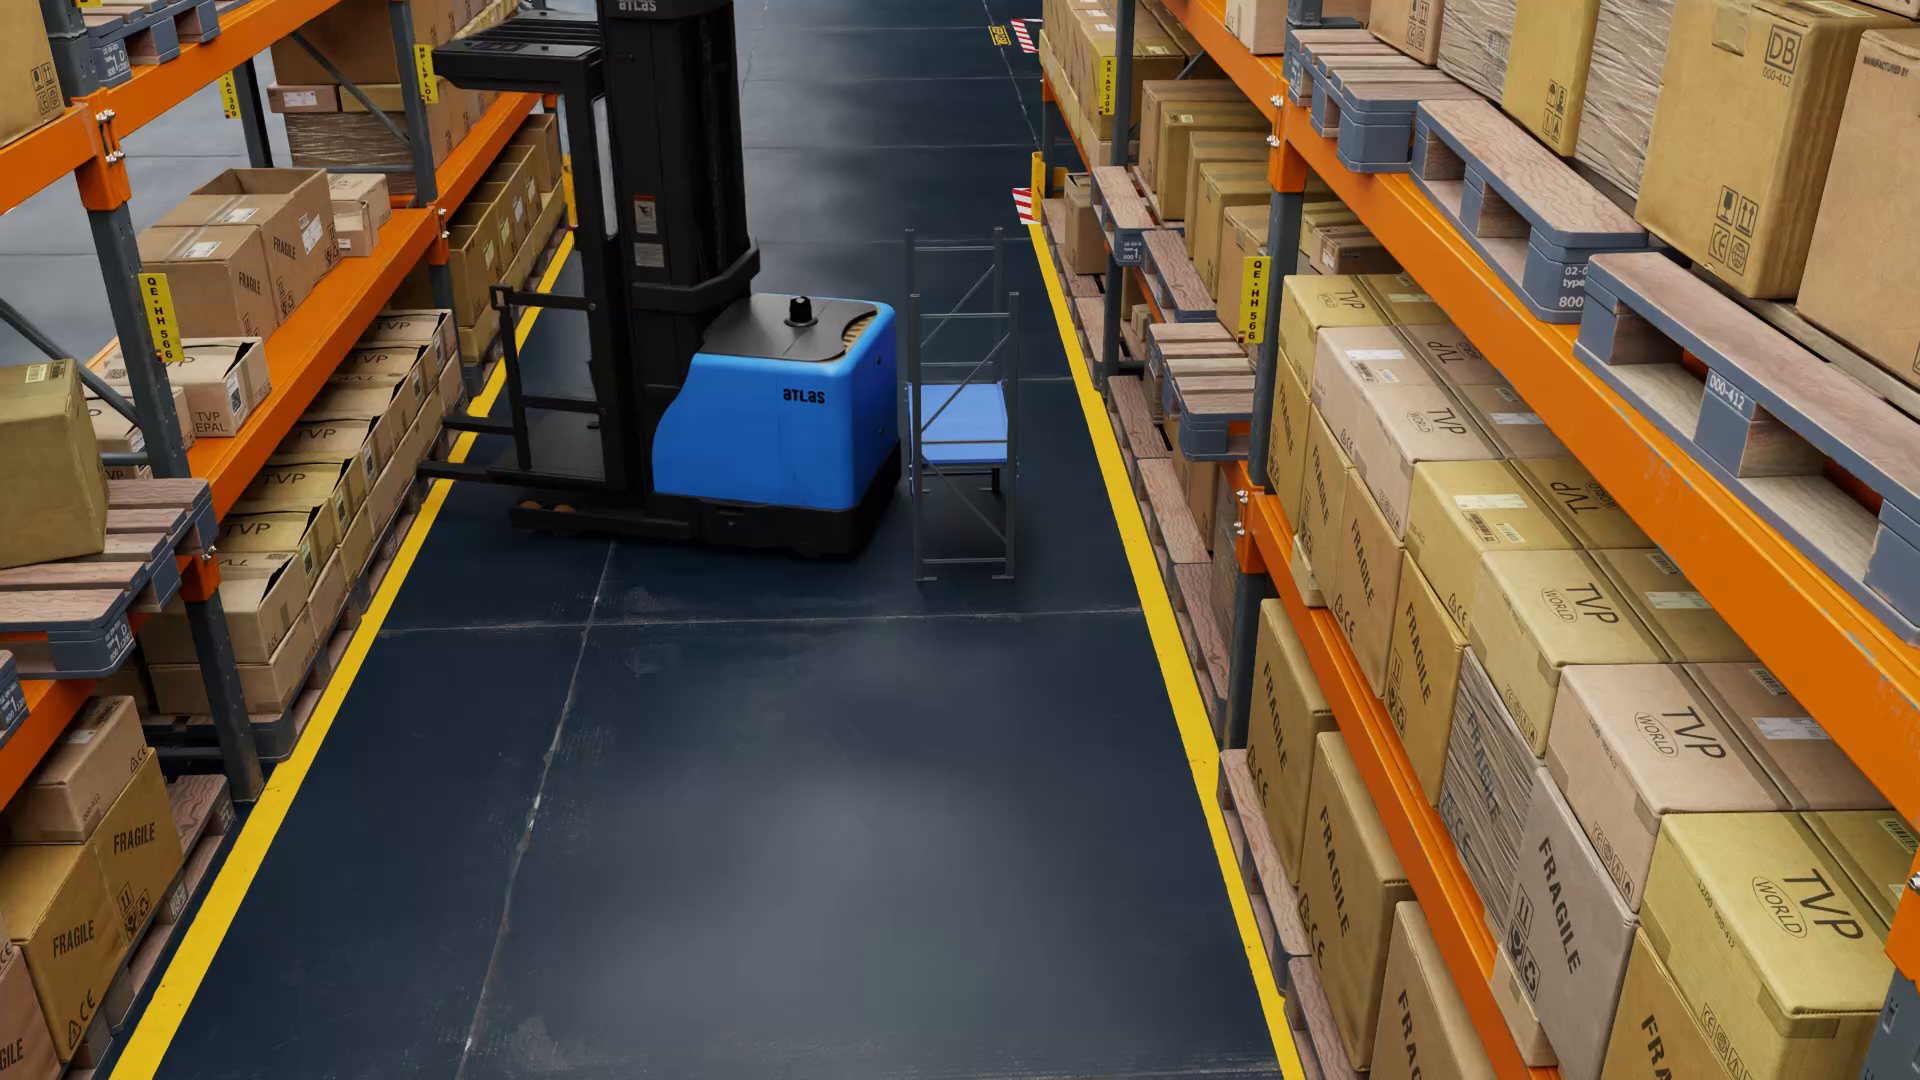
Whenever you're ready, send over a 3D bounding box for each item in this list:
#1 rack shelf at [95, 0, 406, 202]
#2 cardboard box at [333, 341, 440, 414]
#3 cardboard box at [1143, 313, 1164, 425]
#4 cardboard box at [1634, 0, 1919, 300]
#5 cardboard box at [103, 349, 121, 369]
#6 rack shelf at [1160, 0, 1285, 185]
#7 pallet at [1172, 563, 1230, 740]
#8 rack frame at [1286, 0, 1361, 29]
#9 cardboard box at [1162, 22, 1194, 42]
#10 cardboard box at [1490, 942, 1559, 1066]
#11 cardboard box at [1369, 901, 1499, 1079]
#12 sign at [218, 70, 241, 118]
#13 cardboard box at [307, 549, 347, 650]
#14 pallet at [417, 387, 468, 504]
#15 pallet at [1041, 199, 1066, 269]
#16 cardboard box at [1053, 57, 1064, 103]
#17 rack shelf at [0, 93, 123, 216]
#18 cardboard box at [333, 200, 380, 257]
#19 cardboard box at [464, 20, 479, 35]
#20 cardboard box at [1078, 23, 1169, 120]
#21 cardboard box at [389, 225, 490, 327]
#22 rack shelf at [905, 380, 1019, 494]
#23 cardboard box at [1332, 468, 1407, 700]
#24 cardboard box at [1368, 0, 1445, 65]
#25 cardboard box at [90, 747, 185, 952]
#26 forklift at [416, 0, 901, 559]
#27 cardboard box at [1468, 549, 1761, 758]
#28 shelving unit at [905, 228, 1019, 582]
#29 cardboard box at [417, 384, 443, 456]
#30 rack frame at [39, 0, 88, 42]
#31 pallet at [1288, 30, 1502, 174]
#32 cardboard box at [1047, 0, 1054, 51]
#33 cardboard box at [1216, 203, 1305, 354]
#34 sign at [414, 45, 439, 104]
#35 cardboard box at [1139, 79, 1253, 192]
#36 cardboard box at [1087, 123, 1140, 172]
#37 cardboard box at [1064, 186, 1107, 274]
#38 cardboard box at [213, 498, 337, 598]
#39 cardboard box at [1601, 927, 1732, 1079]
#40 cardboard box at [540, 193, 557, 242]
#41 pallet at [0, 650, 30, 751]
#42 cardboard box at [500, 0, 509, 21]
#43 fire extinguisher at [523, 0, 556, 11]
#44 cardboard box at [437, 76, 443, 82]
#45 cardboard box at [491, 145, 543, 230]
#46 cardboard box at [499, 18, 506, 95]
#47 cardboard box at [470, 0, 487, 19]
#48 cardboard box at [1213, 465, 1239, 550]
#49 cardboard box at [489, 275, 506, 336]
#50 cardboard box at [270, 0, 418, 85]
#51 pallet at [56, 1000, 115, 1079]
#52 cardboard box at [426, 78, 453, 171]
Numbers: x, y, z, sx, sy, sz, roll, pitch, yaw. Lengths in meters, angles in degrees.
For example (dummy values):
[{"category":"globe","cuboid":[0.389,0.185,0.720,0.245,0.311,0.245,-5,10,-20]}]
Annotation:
[{"category":"rack shelf","cuboid":[-3.447,-2.215,7.288,1.077,0.370,4.000,-1,28,-3]},{"category":"cardboard box","cuboid":[-3.211,-0.924,9.190,0.500,0.311,0.500,-1,28,-1]},{"category":"cardboard box","cuboid":[1.450,-0.997,9.645,0.700,0.500,0.500,0,28,-1]},{"category":"cardboard box","cuboid":[1.783,-0.789,3.191,0.700,0.500,0.500,-2,28,-4]},{"category":"cardboard box","cuboid":[-3.466,-0.757,7.229,0.380,0.149,0.250,1,28,1]},{"category":"rack shelf","cuboid":[1.500,-2.337,7.521,1.077,0.370,4.000,-1,28,-3]},{"category":"pallet","cuboid":[1.565,0.473,7.614,1.003,0.211,1.213,-1,28,-3]},{"category":"rack frame","cuboid":[1.604,-3.062,4.890,1.000,3.000,0.127,-1,28,-3]},{"category":"cardboard box","cuboid":[1.556,-2.985,10.560,0.500,0.500,0.500,-2,28,-3]},{"category":"cardboard box","cuboid":[1.435,1.041,3.760,0.380,0.149,0.250,-1,28,-3]},{"category":"cardboard box","cuboid":[1.600,1.505,4.492,0.750,0.750,0.750,-1,28,-1]},{"category":"sign","cuboid":[-4.106,-2.533,9.341,0.100,0.325,0.005,-1,28,-3]},{"category":"cardboard box","cuboid":[-3.104,0.271,7.506,0.500,0.250,0.500,-2,28,-4]},{"category":"pallet","cuboid":[-3.474,-0.552,9.581,1.003,0.211,1.213,-1,28,-3]},{"category":"pallet","cuboid":[1.197,-2.449,13.218,1.003,0.211,1.213,-1,28,-3]},{"category":"cardboard box","cuboid":[0.957,-3.331,12.034,0.500,0.250,0.500,-2,28,-3]},{"category":"rack shelf","cuboid":[-3.238,-0.368,3.747,1.077,0.370,4.000,-1,28,-3]},{"category":"cardboard box","cuboid":[-3.322,-1.667,8.848,0.396,0.266,0.258,-2,28,-4]},{"category":"cardboard box","cuboid":[-3.467,-3.419,11.252,0.380,0.149,0.250,-2,28,-3]},{"category":"cardboard box","cuboid":[1.030,-2.965,10.522,0.500,0.500,0.500,-2,28,-3]},{"category":"cardboard box","cuboid":[-3.263,-1.649,10.377,0.500,0.500,0.500,-1,28,-3]},{"category":"rack shelf","cuboid":[-0.004,-0.545,8.562,0.538,0.185,1.000,-1,28,-3]},{"category":"cardboard box","cuboid":[1.417,0.115,4.835,0.500,0.500,0.500,-2,28,-3]},{"category":"cardboard box","cuboid":[1.686,-1.753,5.040,0.700,0.500,0.500,-3,28,-7]},{"category":"cardboard box","cuboid":[-3.059,1.059,5.704,0.500,0.500,0.500,0,28,-1]},{"category":"forklift","cuboid":[-1.901,-1.547,8.546,3.031,2.935,1.130,6,28,11]},{"category":"cardboard box","cuboid":[1.489,0.246,3.772,0.500,0.250,0.500,-1,28,-2]},{"category":"shelving unit","cuboid":[-0.004,-0.704,8.479,0.538,1.500,1.048,-1,28,-3]},{"category":"cardboard box","cuboid":[-3.216,-0.677,9.324,0.500,0.250,0.500,-2,28,-3]},{"category":"rack frame","cuboid":[-3.343,-2.941,4.657,1.000,3.000,0.127,-1,28,-3]},{"category":"pallet","cuboid":[1.691,-1.352,5.060,1.213,0.211,1.003,0,28,0]},{"category":"cardboard box","cuboid":[0.927,-3.915,12.343,0.500,0.500,0.500,-1,28,-2]},{"category":"cardboard box","cuboid":[1.513,-1.116,7.062,0.700,0.500,0.500,-4,28,-7]},{"category":"sign","cuboid":[-3.010,-2.624,9.371,0.100,0.325,0.005,-1,28,-3]},{"category":"cardboard box","cuboid":[1.388,-2.253,9.242,0.700,0.500,0.500,-1,28,-2]},{"category":"cardboard box","cuboid":[1.068,-2.403,10.255,0.500,0.250,0.500,-1,28,-3]},{"category":"cardboard box","cuboid":[1.151,-2.258,12.064,0.700,0.500,0.500,-3,28,-6]},{"category":"cardboard box","cuboid":[-3.113,0.012,7.396,0.500,0.311,0.500,-2,28,-4]},{"category":"cardboard box","cuboid":[1.537,1.053,3.036,0.500,0.500,0.500,-2,28,-3]},{"category":"cardboard box","cuboid":[-3.399,-2.471,12.764,0.500,0.250,0.500,-1,28,-3]},{"category":"pallet","cuboid":[-3.237,0.702,4.367,1.003,0.211,1.213,-1,28,-3]},{"category":"cardboard box","cuboid":[-3.522,-3.896,12.168,0.380,0.149,0.250,-2,28,-3]},{"category":"fire extinguisher","cuboid":[-3.303,-4.007,13.272,0.296,0.674,0.183,-1,28,-3]},{"category":"cardboard box","cuboid":[-3.416,-2.945,10.343,0.380,0.149,0.250,-2,28,-3]},{"category":"cardboard box","cuboid":[-3.368,-2.573,12.148,0.500,0.500,0.500,-1,28,-3]},{"category":"cardboard box","cuboid":[-3.717,-3.561,12.226,0.700,0.500,0.500,-1,28,-1]},{"category":"cardboard box","cuboid":[-3.686,-3.879,11.433,0.700,0.500,0.500,-1,28,-2]},{"category":"cardboard box","cuboid":[1.604,-0.061,7.850,0.700,0.500,0.500,-1,28,-3]},{"category":"cardboard box","cuboid":[-3.294,-1.548,10.993,0.500,0.250,0.500,-1,28,-3]},{"category":"cardboard box","cuboid":[-3.581,-2.952,9.656,0.700,0.500,0.500,-1,28,-2]},{"category":"pallet","cuboid":[-3.281,1.863,4.949,1.003,0.211,1.213,-1,28,-3]},{"category":"cardboard box","cuboid":[-3.615,-2.621,10.423,0.700,0.500,0.500,-2,28,-3]}]
